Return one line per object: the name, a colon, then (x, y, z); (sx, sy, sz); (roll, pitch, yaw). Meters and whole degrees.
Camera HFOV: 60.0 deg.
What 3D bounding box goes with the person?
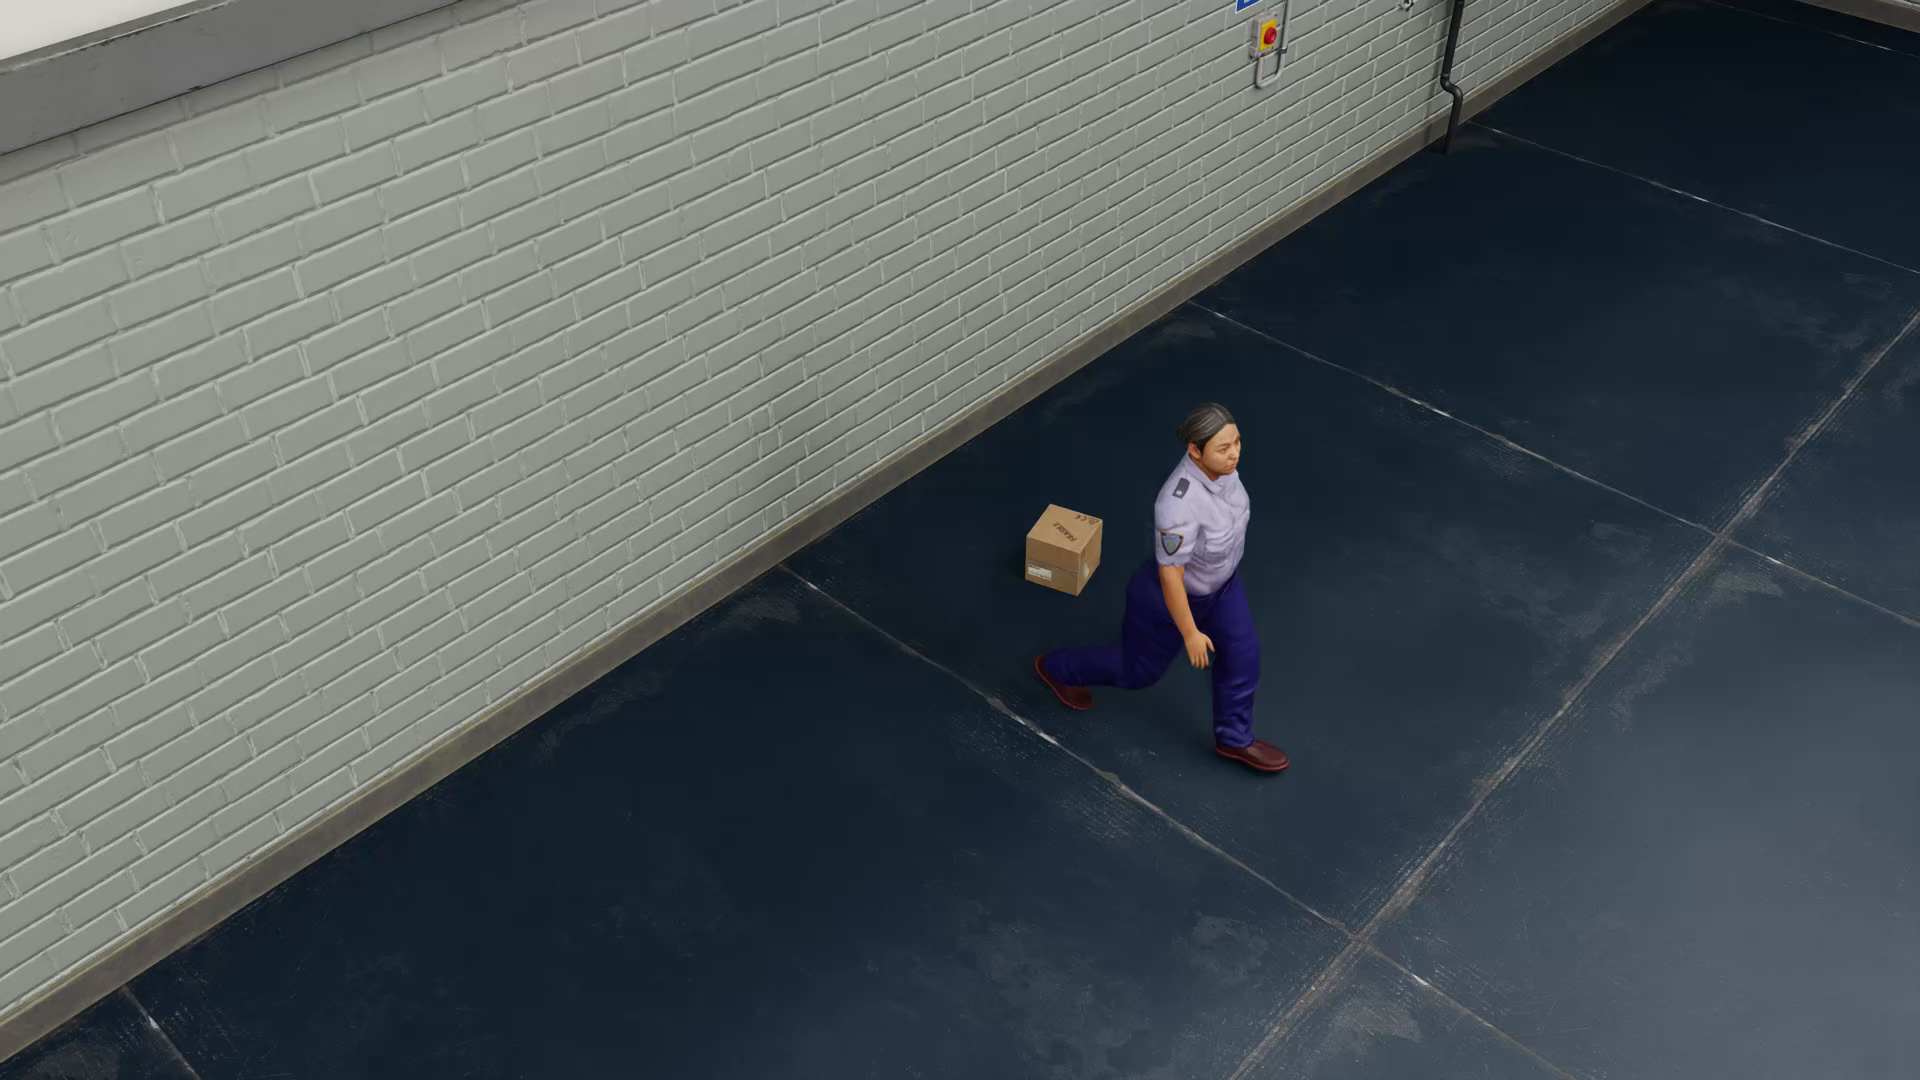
person: (0.769, 0.165, 6.005); (1.015, 1.563, 0.507); (25, 46, 27)
